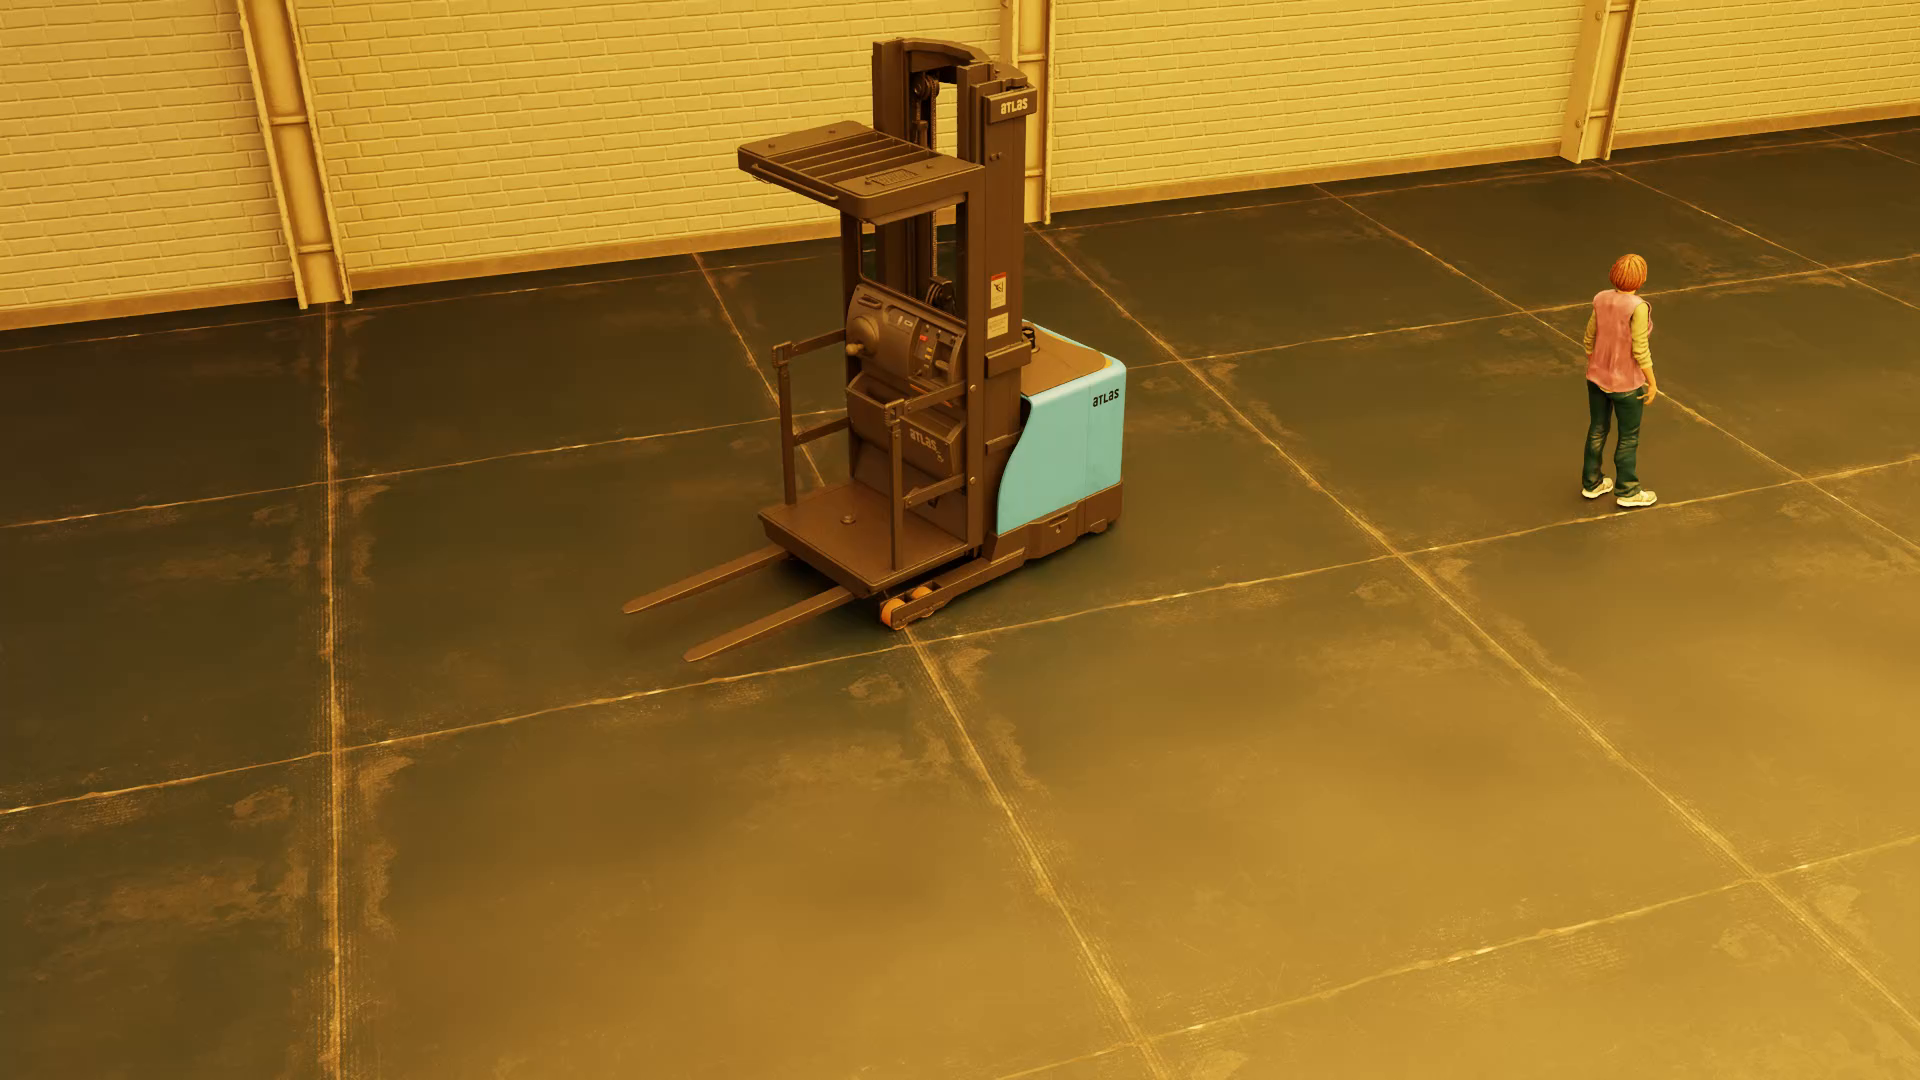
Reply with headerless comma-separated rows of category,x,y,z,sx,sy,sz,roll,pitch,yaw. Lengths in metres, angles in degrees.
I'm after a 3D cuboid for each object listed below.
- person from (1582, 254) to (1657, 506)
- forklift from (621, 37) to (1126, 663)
person,4.047,-0.981,10.115,0.475,1.596,0.520,-15,33,-25
forklift,-0.461,-1.072,8.951,3.031,2.935,1.130,-23,37,-34
